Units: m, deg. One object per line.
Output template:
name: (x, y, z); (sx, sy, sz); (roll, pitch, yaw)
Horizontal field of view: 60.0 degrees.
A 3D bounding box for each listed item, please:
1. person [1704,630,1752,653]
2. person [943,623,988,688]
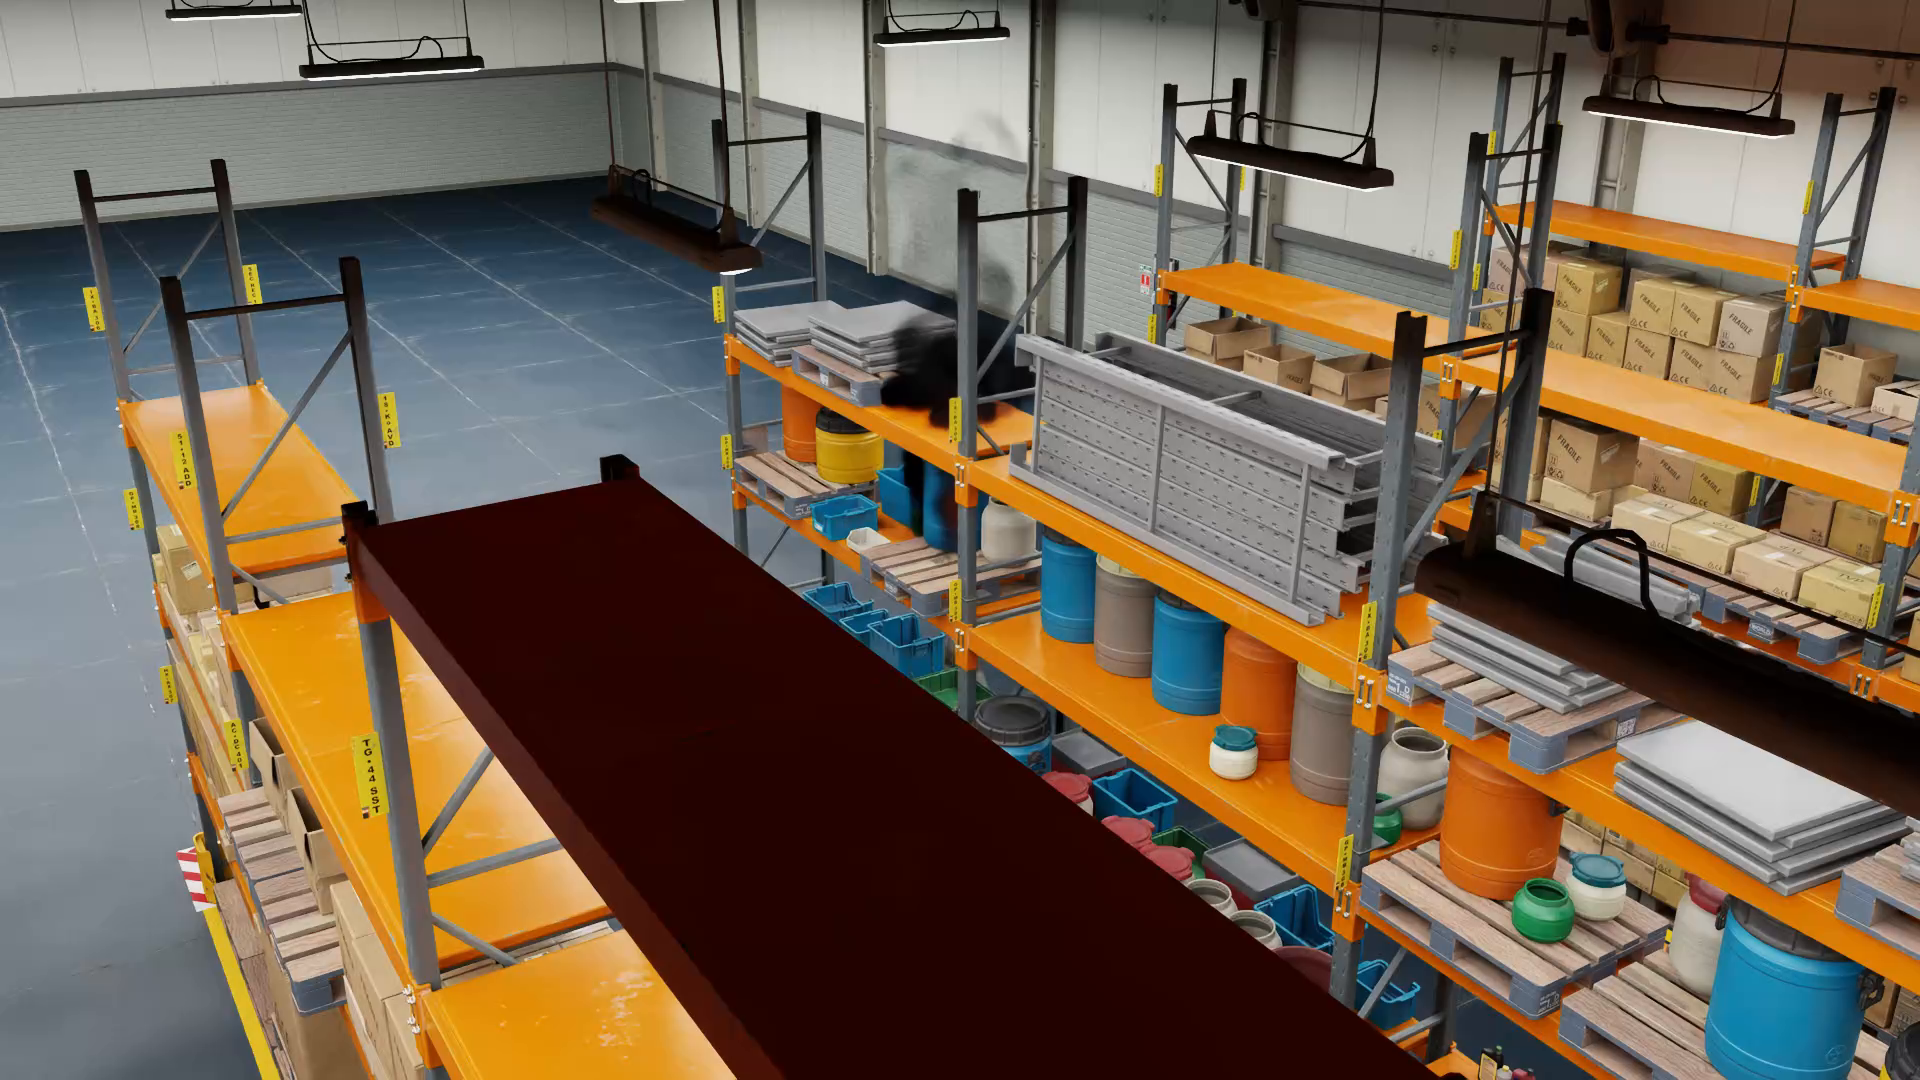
person: (7.320, 1.313, 15.729); (0.640, 1.795, 0.890); (-15, 26, -33)
person: (0.058, 0.967, 16.622); (0.639, 1.820, 0.760); (-12, 25, -28)
